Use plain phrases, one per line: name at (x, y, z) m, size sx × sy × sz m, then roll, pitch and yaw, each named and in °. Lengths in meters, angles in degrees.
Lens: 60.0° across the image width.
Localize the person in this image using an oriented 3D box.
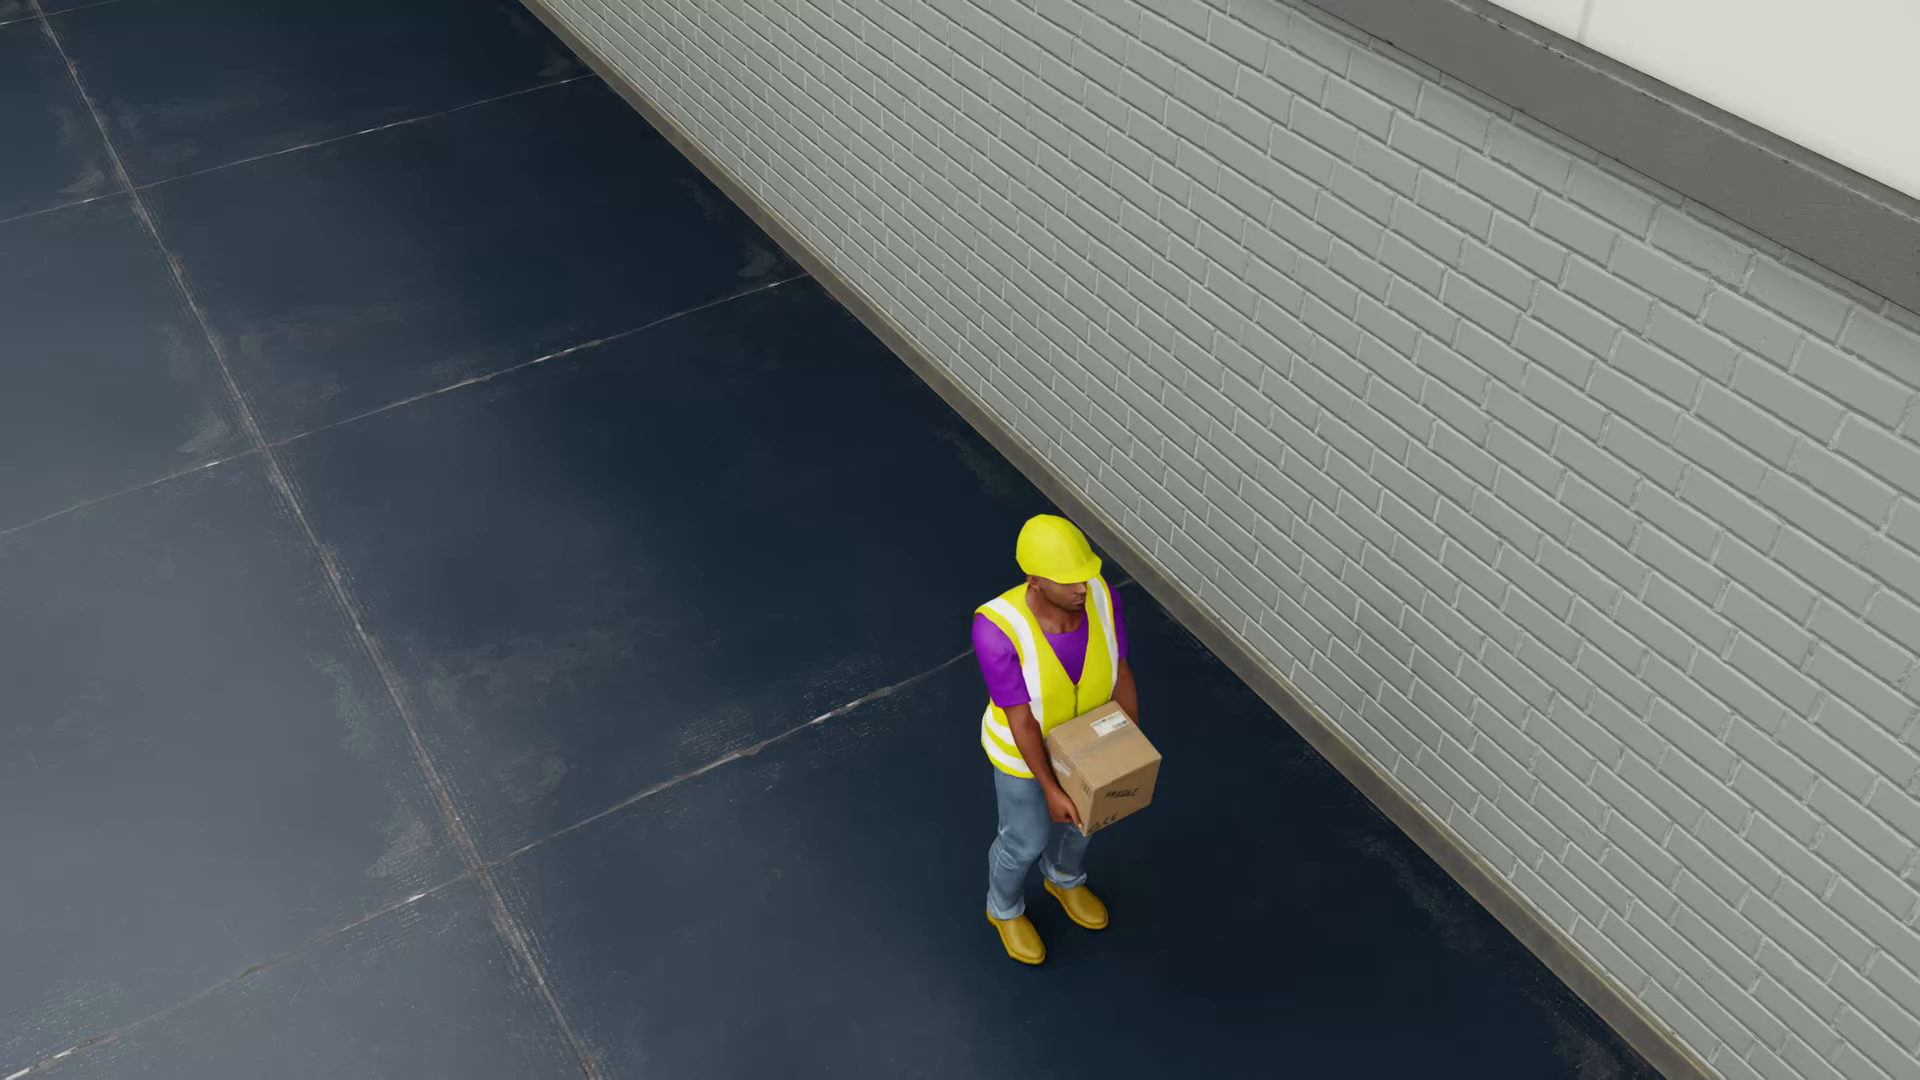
person at (0.347, 0.704, 5.319) m, size 0.504 × 1.761 × 0.572 m, roll -22°, pitch 45°, yaw -23°
